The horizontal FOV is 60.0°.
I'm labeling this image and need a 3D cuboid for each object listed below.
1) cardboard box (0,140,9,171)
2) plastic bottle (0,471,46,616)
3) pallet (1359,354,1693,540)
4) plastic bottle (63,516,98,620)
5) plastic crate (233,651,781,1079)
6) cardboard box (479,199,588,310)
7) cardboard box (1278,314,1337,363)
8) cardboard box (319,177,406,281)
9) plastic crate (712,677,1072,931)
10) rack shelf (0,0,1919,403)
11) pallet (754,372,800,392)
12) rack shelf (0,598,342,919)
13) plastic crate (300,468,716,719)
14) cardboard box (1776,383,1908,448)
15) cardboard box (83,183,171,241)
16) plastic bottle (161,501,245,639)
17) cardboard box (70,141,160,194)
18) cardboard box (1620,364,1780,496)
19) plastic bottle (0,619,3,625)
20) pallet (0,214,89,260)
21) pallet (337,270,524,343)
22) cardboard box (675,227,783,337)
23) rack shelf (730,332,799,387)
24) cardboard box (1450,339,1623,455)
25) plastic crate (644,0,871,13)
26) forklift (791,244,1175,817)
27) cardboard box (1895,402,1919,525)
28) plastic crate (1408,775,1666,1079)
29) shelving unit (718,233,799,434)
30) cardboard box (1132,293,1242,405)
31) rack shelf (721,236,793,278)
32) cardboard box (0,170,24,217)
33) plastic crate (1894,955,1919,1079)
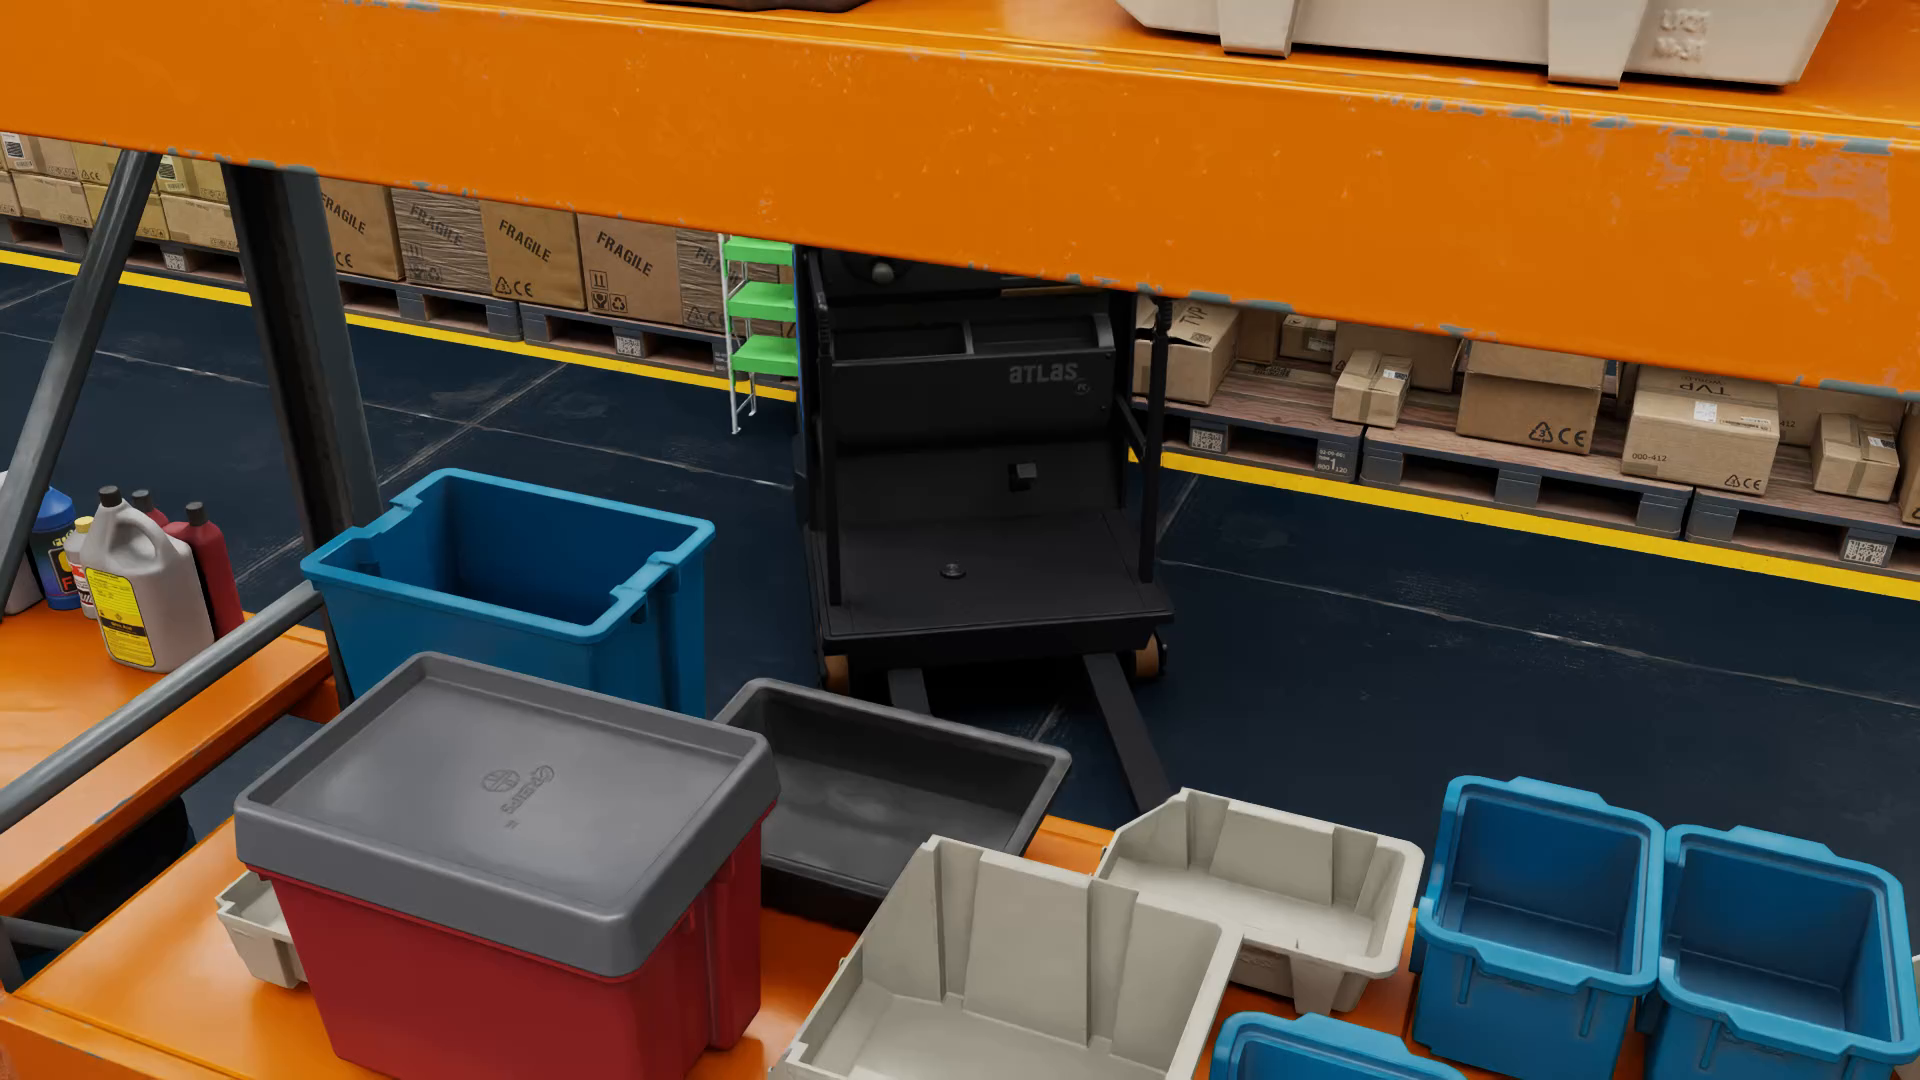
[{"bbox_3d":[-5.137,-2.231,8.946,0.500,0.311,0.500,12,32,20],"label":"cardboard box"},{"bbox_3d":[-1.928,-0.010,3.345,0.135,0.276,0.152,11,31,19],"label":"plastic bottle"},{"bbox_3d":[2.333,-0.428,6.794,1.213,0.211,1.003,11,31,19],"label":"pallet"},{"bbox_3d":[-1.720,0.049,3.316,0.097,0.201,0.097,0,29,0],"label":"plastic bottle"},{"bbox_3d":[-0.571,0.489,2.211,0.583,0.464,0.402,11,31,19],"label":"plastic crate"},{"bbox_3d":[-1.880,-1.434,7.832,0.500,0.500,0.500,11,31,18],"label":"cardboard box"},{"bbox_3d":[1.567,-0.927,7.292,0.250,0.149,0.380,11,31,19],"label":"cardboard box"},{"bbox_3d":[-2.830,-1.624,8.167,0.500,0.500,0.500,13,32,21],"label":"cardboard box"},{"bbox_3d":[-0.165,0.441,2.640,0.590,0.125,0.437,11,31,19],"label":"plastic crate"},{"bbox_3d":[0.550,-0.360,1.521,4.000,0.370,1.077,11,31,19],"label":"rack shelf"},{"bbox_3d":[-0.206,-0.914,7.653,1.213,0.211,1.003,11,31,19],"label":"pallet"},{"bbox_3d":[-3.157,0.206,3.568,4.000,0.370,1.077,11,31,19],"label":"rack shelf"},{"bbox_3d":[-0.743,0.175,2.848,0.575,0.384,0.392,11,31,19],"label":"plastic crate"},{"bbox_3d":[3.408,-0.572,6.560,0.500,0.250,0.500,11,31,19],"label":"cardboard box"},{"bbox_3d":[-4.203,-1.800,8.755,0.500,0.250,0.500,11,31,19],"label":"cardboard box"},{"bbox_3d":[-1.483,0.051,3.229,0.133,0.283,0.061,11,31,19],"label":"plastic bottle"},{"bbox_3d":[-4.206,-2.043,8.613,0.500,0.311,0.500,11,31,18],"label":"cardboard box"},{"bbox_3d":[2.803,-0.427,6.304,0.500,0.250,0.500,11,31,19],"label":"cardboard box"},{"bbox_3d":[-1.958,0.083,3.257,0.097,0.201,0.097,0,29,0],"label":"plastic bottle"},{"bbox_3d":[-5.019,-1.917,9.428,1.213,0.211,1.003,11,31,19],"label":"pallet"},{"bbox_3d":[-2.467,-1.365,8.451,1.213,0.211,1.003,11,31,19],"label":"pallet"},{"bbox_3d":[-0.922,-1.247,7.501,0.500,0.500,0.500,12,32,20],"label":"cardboard box"},{"bbox_3d":[-0.687,-0.732,6.944,0.480,0.148,0.258,7,30,13],"label":"rack shelf"},{"bbox_3d":[2.305,-0.754,6.626,0.637,0.503,0.797,11,31,19],"label":"cardboard box"},{"bbox_3d":[-0.256,-0.631,1.403,0.590,0.269,0.497,11,31,19],"label":"plastic crate"},{"bbox_3d":[0.063,-0.933,4.922,1.130,2.935,3.031,-4,30,-7],"label":"forklift"},{"bbox_3d":[3.672,-0.346,5.908,0.500,0.500,0.500,11,31,19],"label":"cardboard box"},{"bbox_3d":[0.800,0.555,2.329,0.300,0.233,0.416,11,31,19],"label":"plastic crate"},{"bbox_3d":[-0.687,-0.997,6.794,0.503,1.200,0.258,7,30,13],"label":"shelving unit"},{"bbox_3d":[0.870,-0.840,6.972,0.500,0.311,0.500,11,31,19],"label":"cardboard box"},{"bbox_3d":[-0.687,-1.150,6.708,0.480,0.148,0.258,7,30,13],"label":"rack shelf"},{"bbox_3d":[-5.145,-1.989,9.088,0.500,0.250,0.500,12,32,20],"label":"cardboard box"},{"bbox_3d":[1.403,0.673,2.217,0.298,0.136,0.250,11,31,19],"label":"plastic crate"}]
